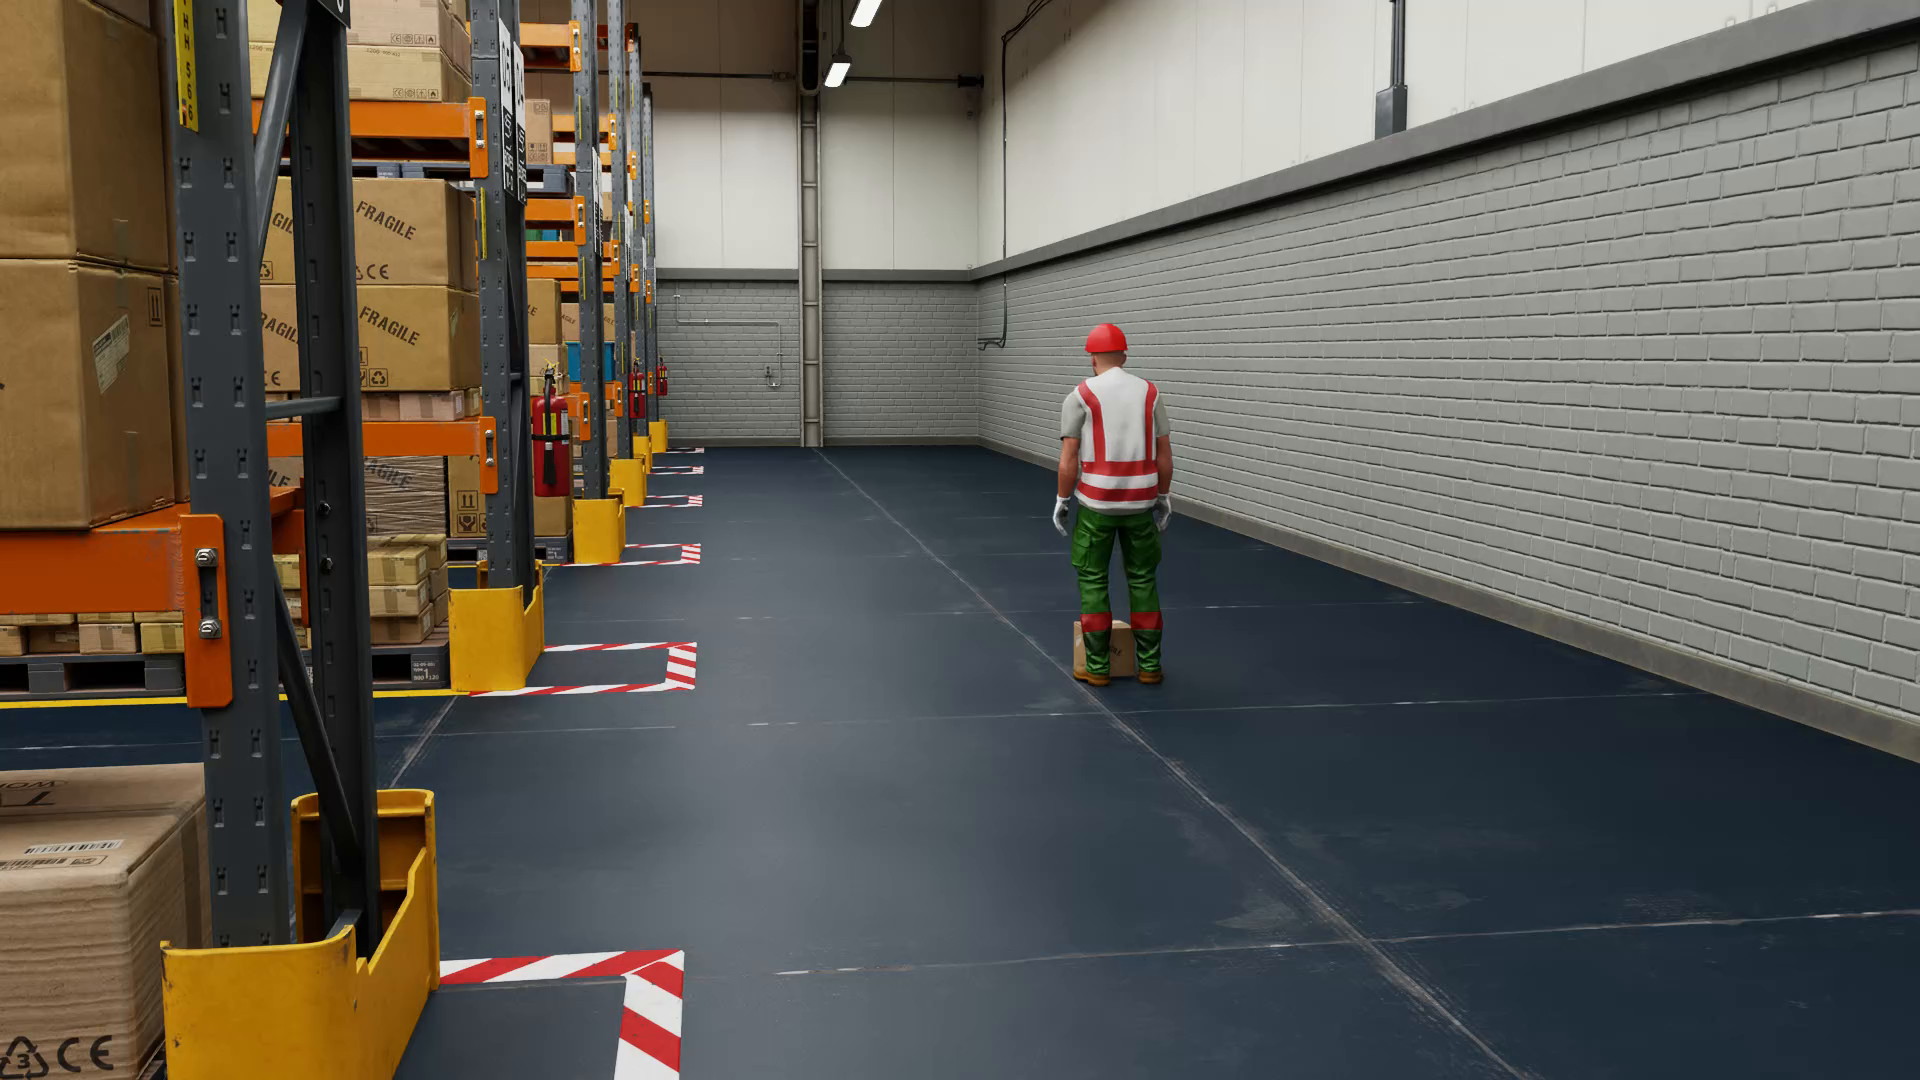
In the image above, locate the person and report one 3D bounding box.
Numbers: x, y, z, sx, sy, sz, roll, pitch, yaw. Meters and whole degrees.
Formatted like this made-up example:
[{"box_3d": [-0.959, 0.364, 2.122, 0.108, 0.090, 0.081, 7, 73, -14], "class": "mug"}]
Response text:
[{"box_3d": [0.757, -0.176, 8.215, 0.619, 1.779, 0.450, -1, 7, -12], "class": "person"}]
